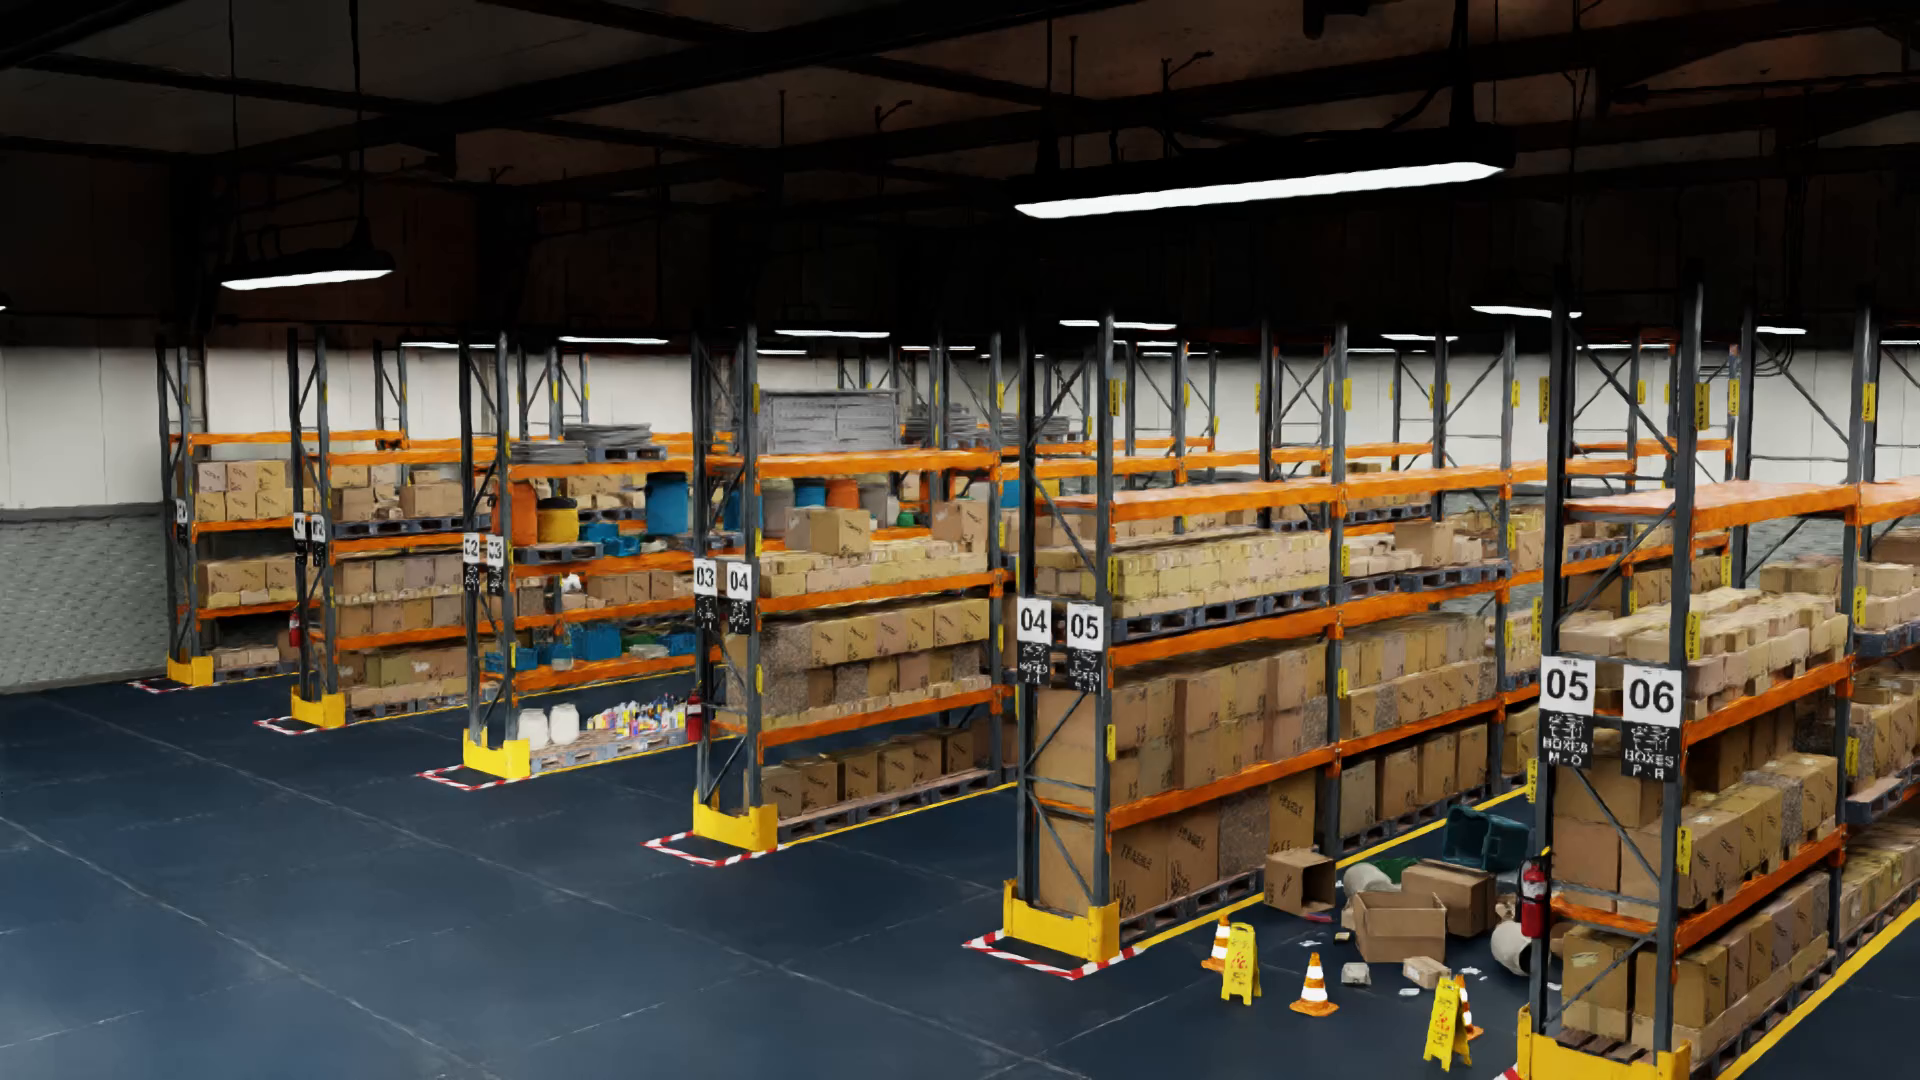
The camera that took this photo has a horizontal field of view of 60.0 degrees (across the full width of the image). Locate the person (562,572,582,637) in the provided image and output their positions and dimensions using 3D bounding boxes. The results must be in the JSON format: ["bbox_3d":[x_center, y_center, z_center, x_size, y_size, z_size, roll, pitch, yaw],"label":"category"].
[{"bbox_3d":[-7.716,1.244,32.608,0.571,1.708,1.033,4,7,35],"label":"person"}]

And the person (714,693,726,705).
[{"bbox_3d":[-3.445,1.852,26.309,0.907,1.683,0.581,-2,6,-20],"label":"person"}]
